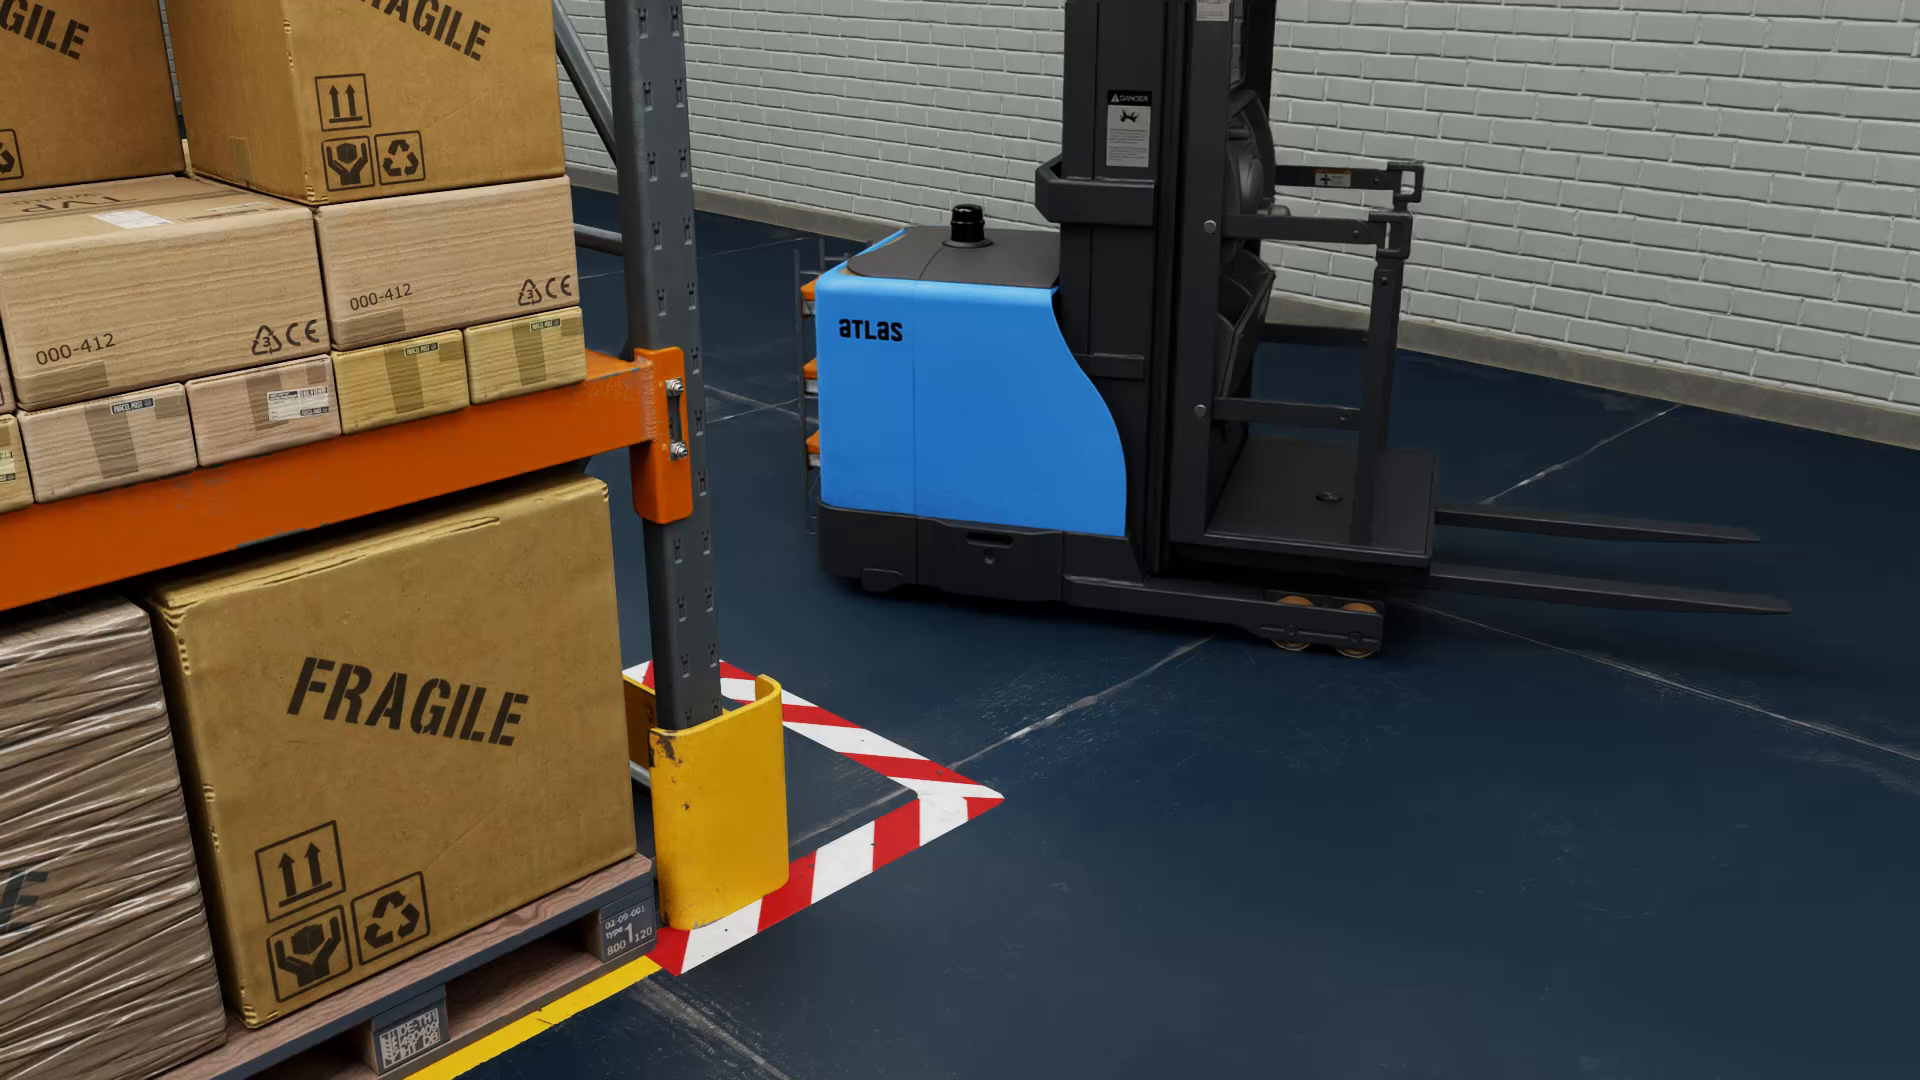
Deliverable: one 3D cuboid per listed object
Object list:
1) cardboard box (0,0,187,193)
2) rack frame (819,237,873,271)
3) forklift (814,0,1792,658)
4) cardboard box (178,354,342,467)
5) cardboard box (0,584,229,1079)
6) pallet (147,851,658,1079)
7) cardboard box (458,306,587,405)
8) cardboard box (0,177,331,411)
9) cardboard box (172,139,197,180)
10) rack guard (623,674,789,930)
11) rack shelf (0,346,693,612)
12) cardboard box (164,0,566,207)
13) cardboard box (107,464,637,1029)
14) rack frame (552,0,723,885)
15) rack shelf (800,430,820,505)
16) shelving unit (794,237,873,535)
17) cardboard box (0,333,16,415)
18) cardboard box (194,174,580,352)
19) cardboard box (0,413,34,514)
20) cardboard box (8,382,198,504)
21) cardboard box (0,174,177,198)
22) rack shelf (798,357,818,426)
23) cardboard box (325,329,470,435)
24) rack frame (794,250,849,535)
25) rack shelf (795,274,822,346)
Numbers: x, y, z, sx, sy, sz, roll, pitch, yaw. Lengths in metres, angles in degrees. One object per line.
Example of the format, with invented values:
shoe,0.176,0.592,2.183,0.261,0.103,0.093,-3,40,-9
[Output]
cardboard box,-1.813,-0.924,3.046,0.500,0.500,0.500,18,28,39
rack frame,-0.408,-0.588,6.140,0.200,1.050,0.008,6,22,15
forklift,1.096,-1.217,5.155,3.031,2.935,1.130,6,22,15
cardboard box,-1.306,-0.266,2.936,0.380,0.149,0.250,19,28,41
cardboard box,-1.960,0.525,2.904,0.875,0.875,0.875,19,28,41
pallet,-1.438,0.838,3.601,1.003,0.211,1.213,19,28,41
cardboard box,-0.949,-0.398,3.279,0.250,0.149,0.380,-20,28,-41
cardboard box,-1.439,-0.437,2.825,0.500,0.250,0.500,19,28,40
cardboard box,-1.465,-0.702,3.515,0.500,0.250,0.500,18,28,39
rack guard,-0.920,0.471,4.151,1.175,0.500,0.348,19,28,41
rack shelf,-2.332,0.161,2.478,1.077,0.370,4.000,19,28,41
cardboard box,-1.088,-0.917,3.029,0.500,0.500,0.500,20,29,41
cardboard box,-1.326,0.291,3.513,0.875,0.875,0.875,19,28,41
rack frame,-0.936,-0.689,3.687,1.000,3.000,0.127,19,28,41
rack shelf,-0.442,-0.276,6.134,0.215,0.259,0.240,6,22,15
shelving unit,-0.442,-0.546,6.030,0.215,1.050,0.252,6,22,15
cardboard box,-1.793,-0.306,2.484,0.500,0.250,0.500,18,27,39
cardboard box,-1.084,-0.567,3.163,0.500,0.250,0.500,19,28,40
cardboard box,-1.660,-0.135,2.595,0.380,0.149,0.250,18,28,39
cardboard box,-1.481,-0.202,2.770,0.250,0.149,0.380,-20,28,-41
cardboard box,-1.823,-0.567,3.163,0.500,0.250,0.500,19,28,40
rack shelf,-0.442,-0.536,6.034,0.215,0.259,0.240,6,22,15
cardboard box,-1.129,-0.331,3.104,0.380,0.149,0.250,20,28,41
rack frame,-0.477,-0.504,5.921,0.200,1.050,0.008,6,22,15
rack shelf,-0.443,-0.801,5.932,0.215,0.259,0.240,6,22,15
